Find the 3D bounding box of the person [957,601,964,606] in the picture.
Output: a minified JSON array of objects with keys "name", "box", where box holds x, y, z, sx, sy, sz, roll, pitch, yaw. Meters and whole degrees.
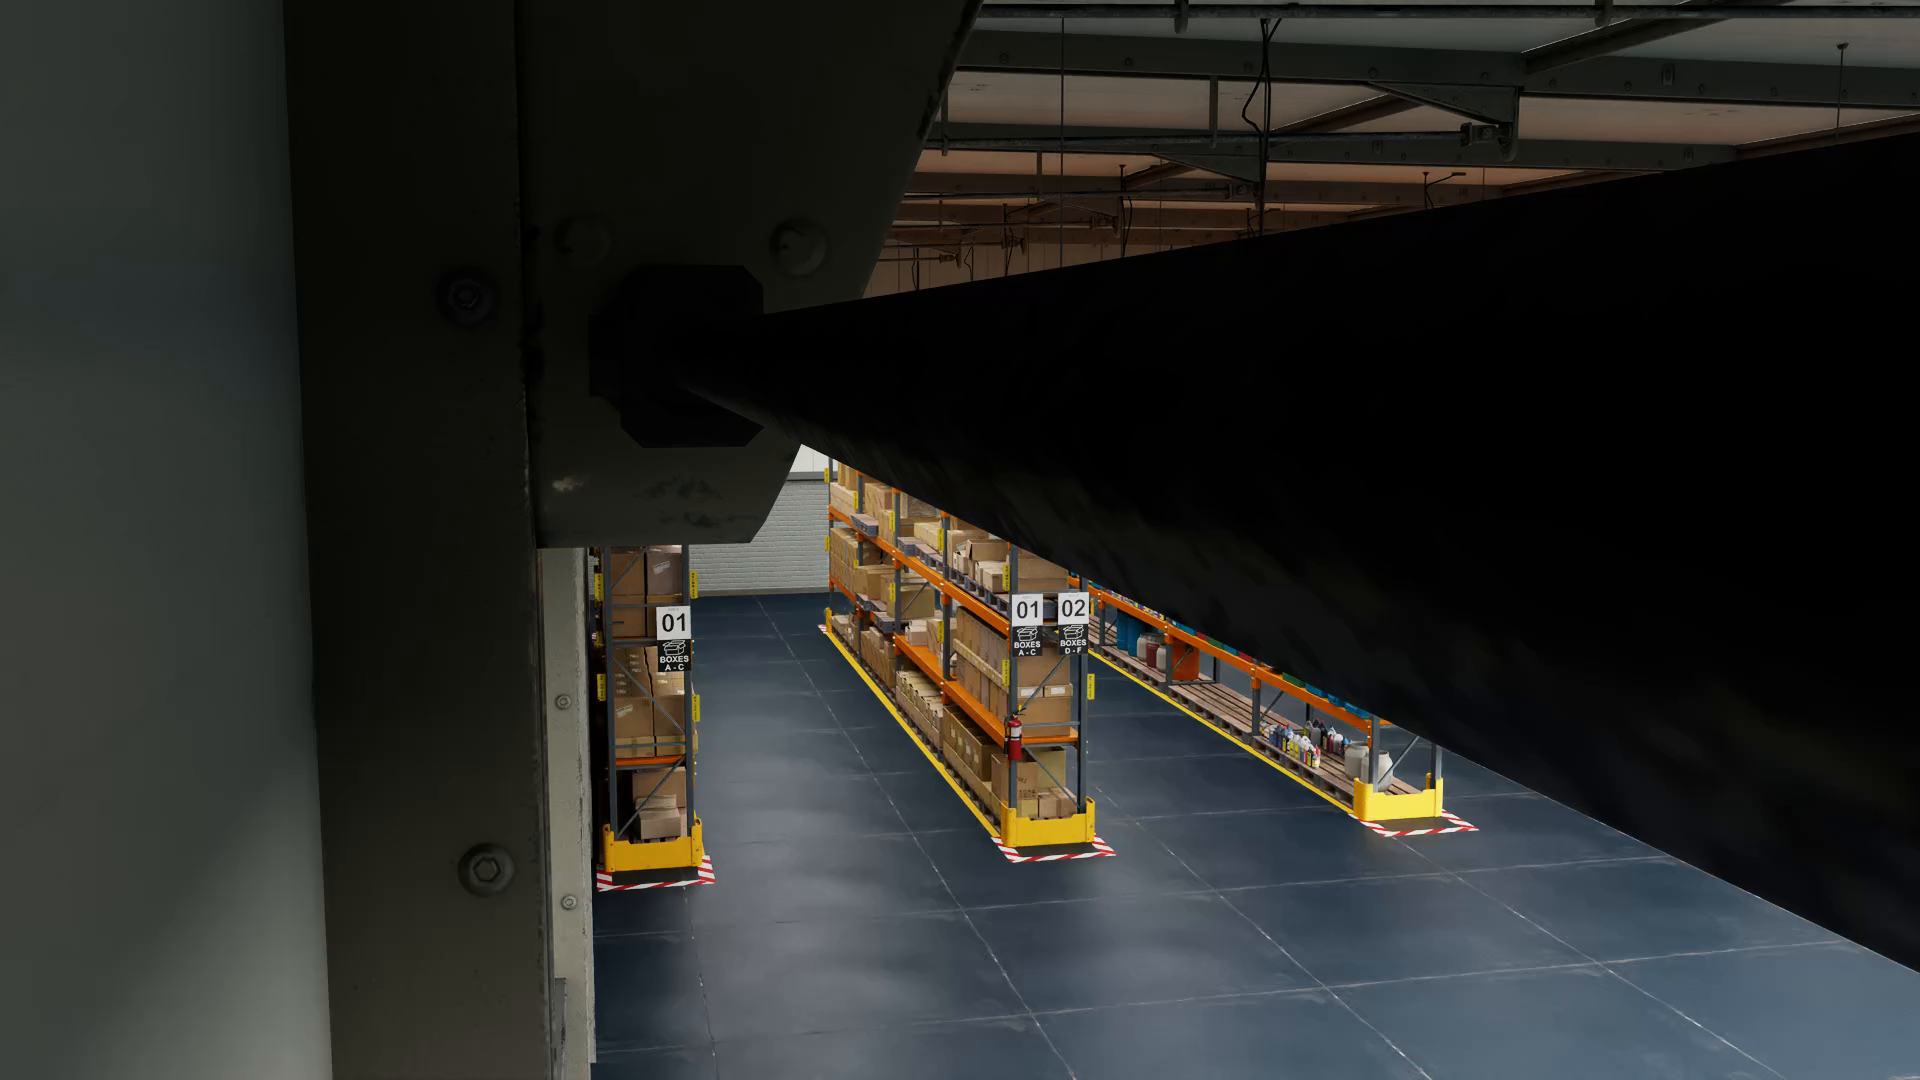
[{"name":"person","box":[0.114,1.341,34.876,0.713,1.746,0.776,-4,8,-30]}]
